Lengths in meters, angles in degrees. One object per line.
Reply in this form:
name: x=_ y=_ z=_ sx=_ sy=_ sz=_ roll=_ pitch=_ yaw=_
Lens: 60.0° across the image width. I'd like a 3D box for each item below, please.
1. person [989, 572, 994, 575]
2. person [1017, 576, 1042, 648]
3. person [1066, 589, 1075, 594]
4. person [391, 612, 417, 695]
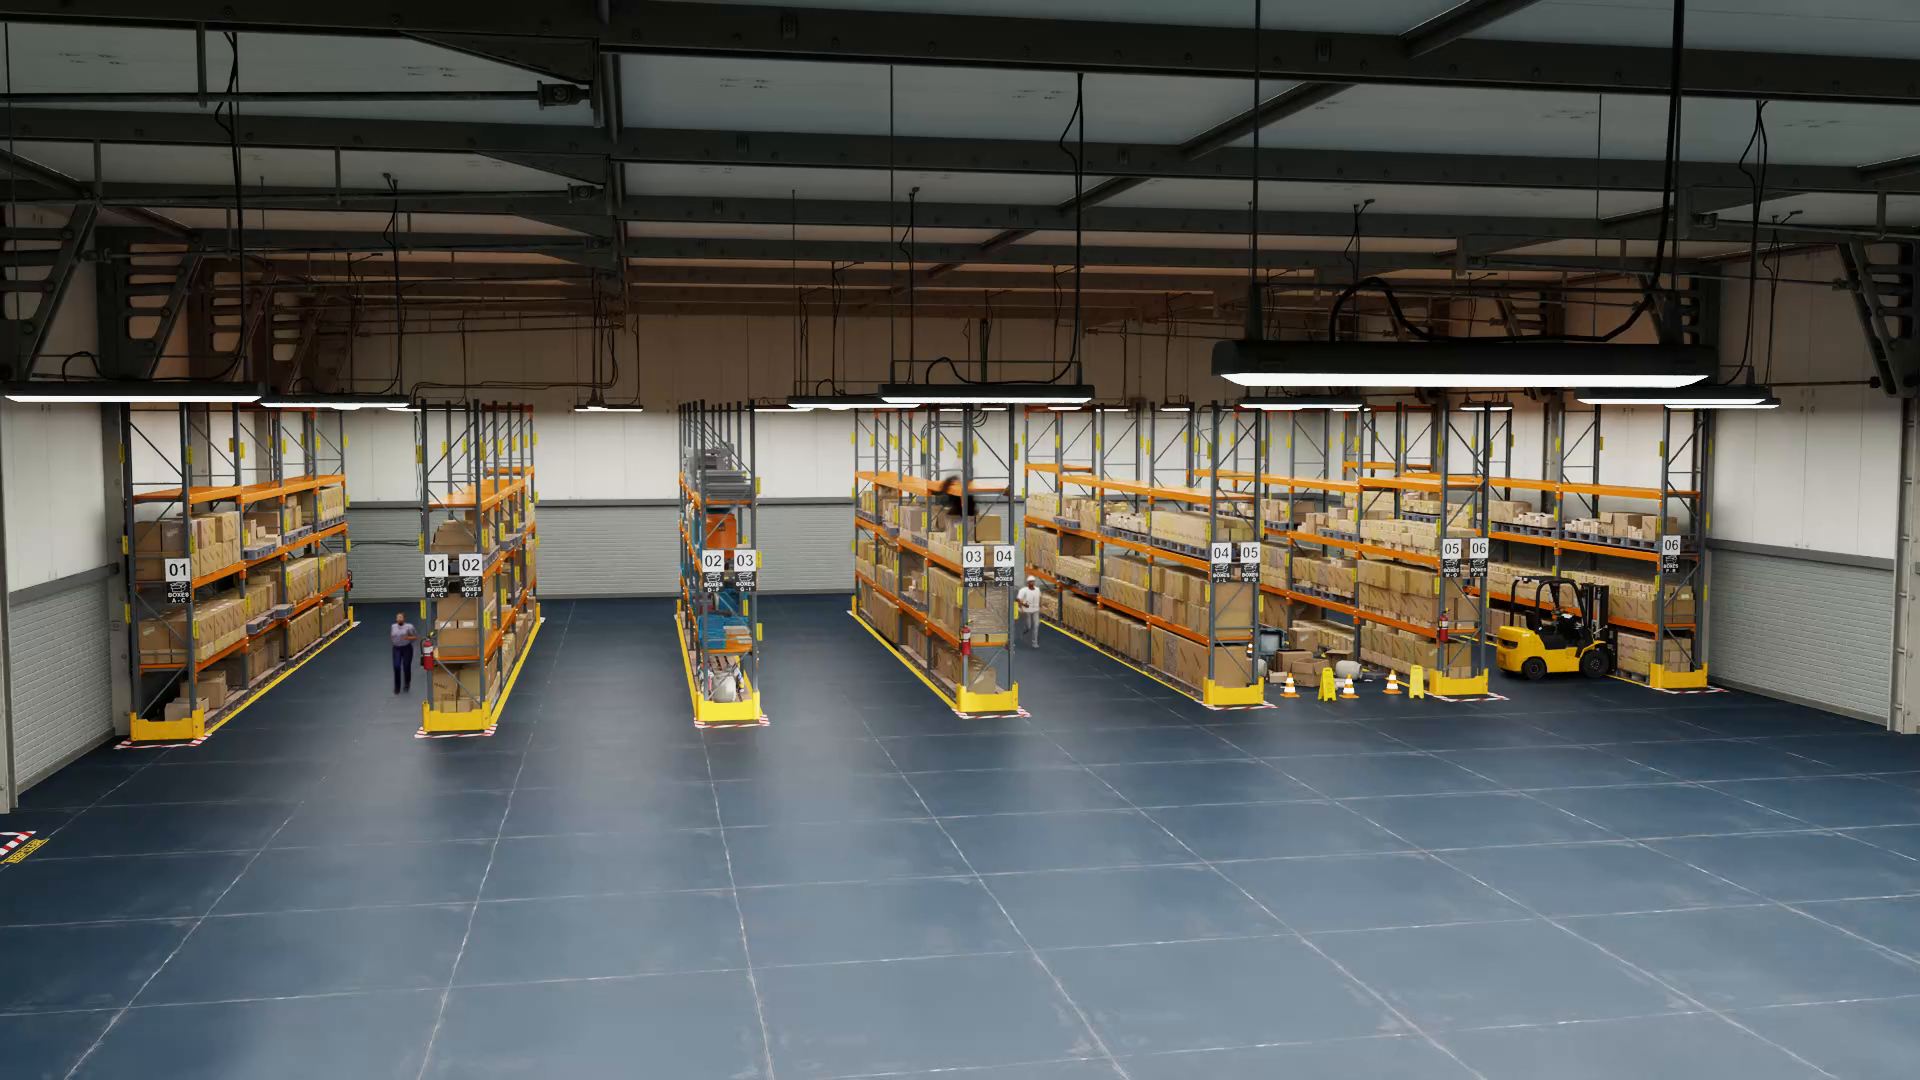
person: x=0.864 y=1.299 z=47.158 sx=0.726 sy=1.727 sz=0.670 roll=0 pitch=4 yaw=2
person: x=1.744 y=1.748 z=40.869 sx=0.712 sy=1.745 sz=0.897 roll=-2 pitch=5 yaw=-21
person: x=3.237 y=1.114 z=49.578 sx=0.797 sy=1.800 sz=0.659 roll=4 pitch=6 yaw=44
person: x=-11.464 y=2.336 z=34.285 sx=0.574 sy=1.719 sz=0.754 roll=-1 pitch=4 yaw=-8
